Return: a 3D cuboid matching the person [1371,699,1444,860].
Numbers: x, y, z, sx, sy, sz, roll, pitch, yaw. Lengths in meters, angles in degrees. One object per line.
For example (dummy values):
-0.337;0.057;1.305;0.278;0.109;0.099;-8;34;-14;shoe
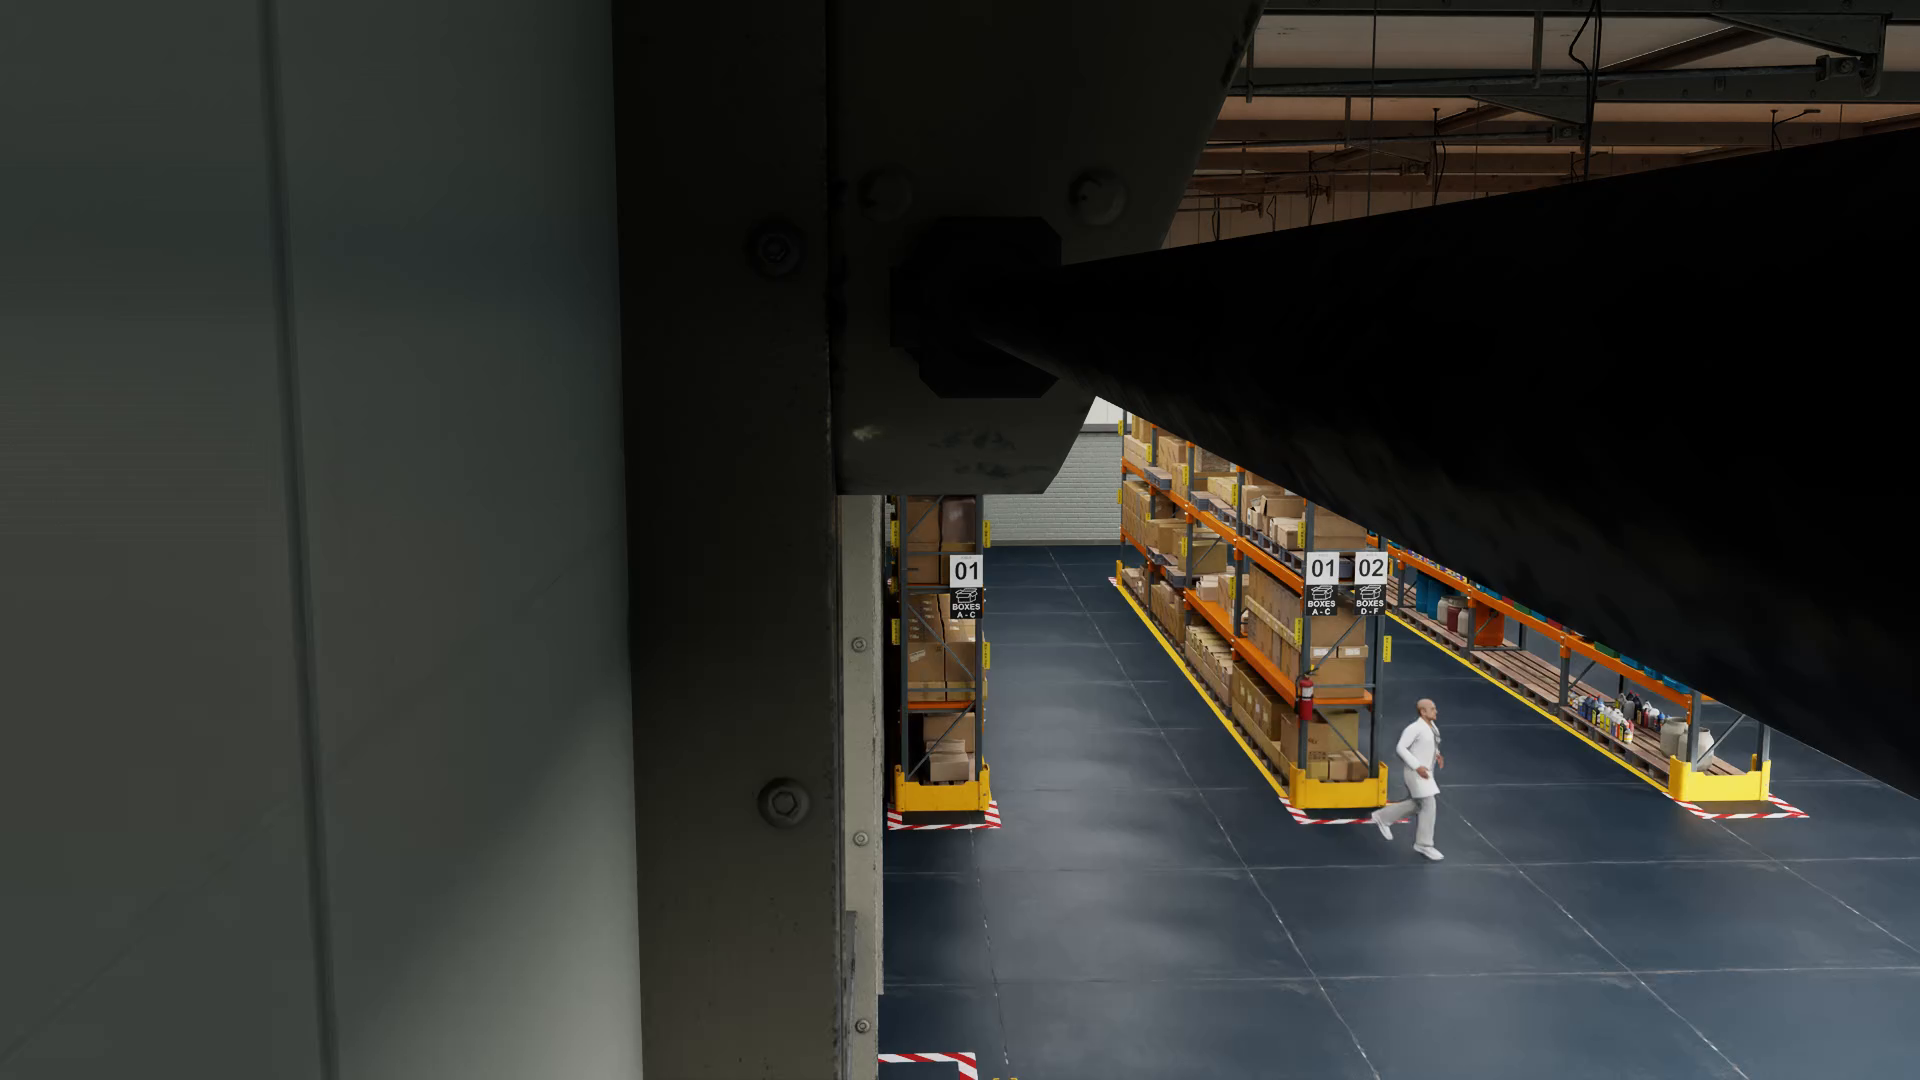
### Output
5.161;2.674;18.985;0.880;1.802;0.721;5;10;31;person
